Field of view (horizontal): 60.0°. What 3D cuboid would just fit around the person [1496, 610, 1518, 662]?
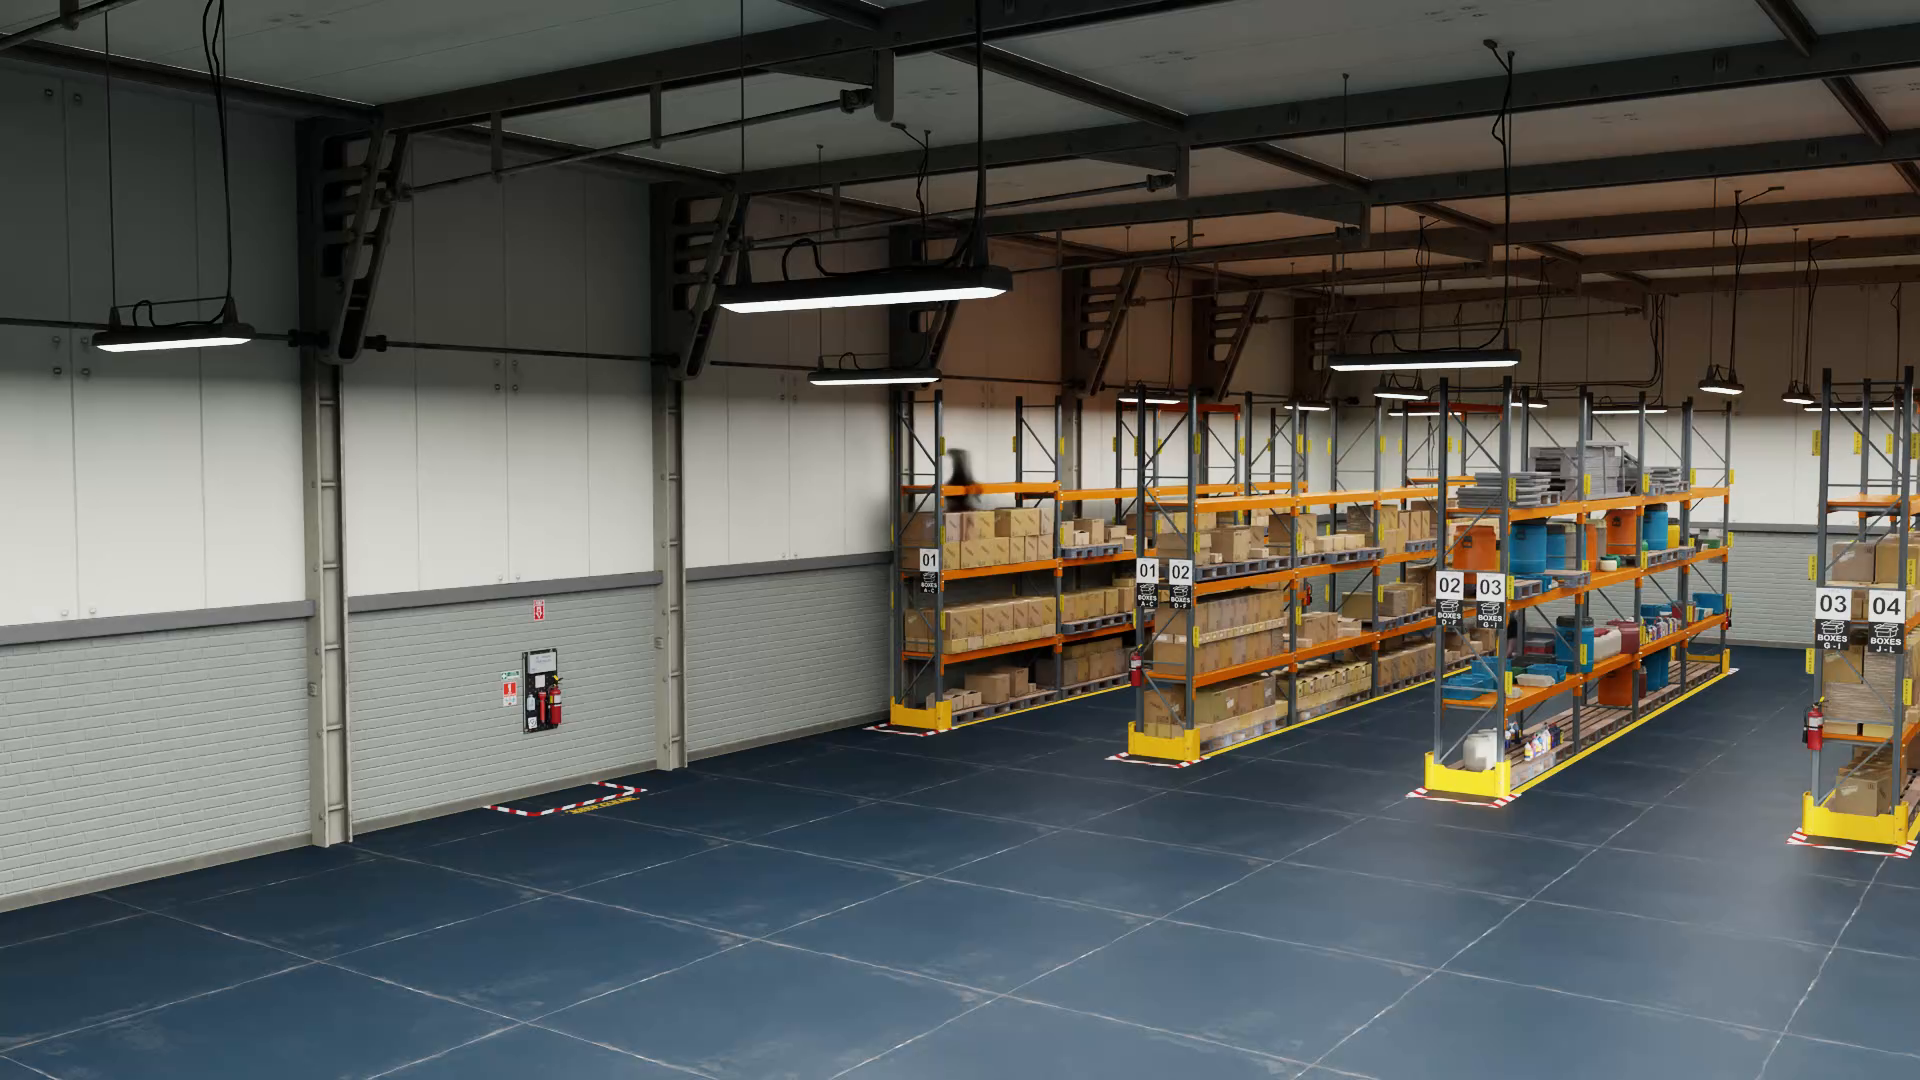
[{"bbox_3d":[11.684,2.135,35.546,0.636,1.774,0.866,2,4,33],"label":"person"}]
